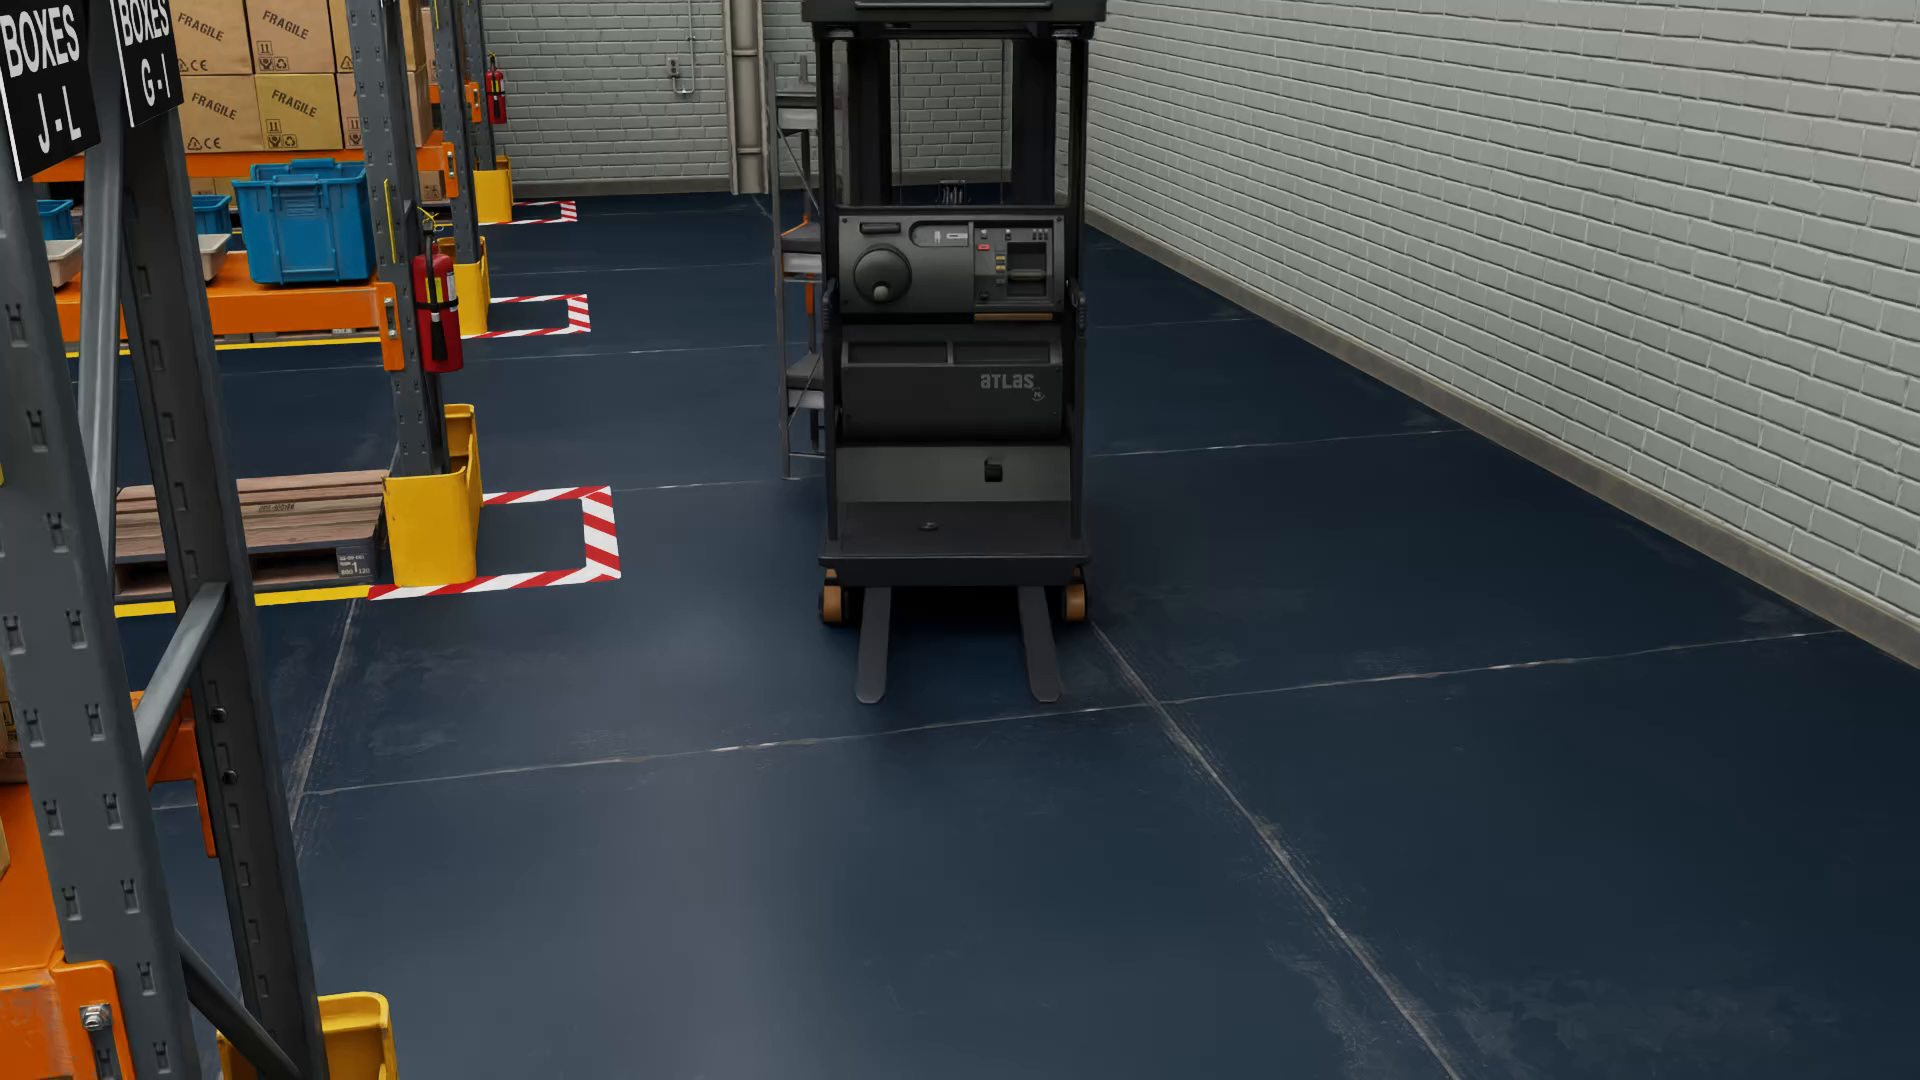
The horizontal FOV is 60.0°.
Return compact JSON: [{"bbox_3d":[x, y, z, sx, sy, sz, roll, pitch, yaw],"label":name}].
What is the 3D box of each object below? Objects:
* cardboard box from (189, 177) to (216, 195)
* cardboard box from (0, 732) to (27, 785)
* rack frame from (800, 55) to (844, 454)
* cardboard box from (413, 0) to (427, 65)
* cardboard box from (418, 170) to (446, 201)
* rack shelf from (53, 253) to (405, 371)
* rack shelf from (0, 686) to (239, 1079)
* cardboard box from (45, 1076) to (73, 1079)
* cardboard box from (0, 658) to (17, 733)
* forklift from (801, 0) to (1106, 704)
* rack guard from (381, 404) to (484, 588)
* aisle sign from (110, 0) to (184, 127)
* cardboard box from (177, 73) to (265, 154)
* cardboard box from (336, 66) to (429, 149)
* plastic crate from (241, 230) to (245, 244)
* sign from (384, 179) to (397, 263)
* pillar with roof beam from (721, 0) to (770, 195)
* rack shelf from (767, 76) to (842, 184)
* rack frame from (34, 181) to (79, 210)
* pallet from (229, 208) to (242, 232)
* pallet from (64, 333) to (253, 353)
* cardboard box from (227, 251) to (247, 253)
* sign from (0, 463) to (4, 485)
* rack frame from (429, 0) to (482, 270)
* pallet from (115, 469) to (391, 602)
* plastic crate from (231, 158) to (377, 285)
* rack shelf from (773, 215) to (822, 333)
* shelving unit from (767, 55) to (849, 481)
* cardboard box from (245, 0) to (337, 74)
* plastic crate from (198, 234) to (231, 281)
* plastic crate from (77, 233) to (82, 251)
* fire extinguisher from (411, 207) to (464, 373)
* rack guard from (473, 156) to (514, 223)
[{"bbox_3d":[-7.383,-3.485,15.990,0.500,0.500,0.700,-5,21,-13],"label":"cardboard box"},{"bbox_3d":[-1.733,0.295,3.013,0.250,0.149,0.380,-4,21,-12],"label":"cardboard box"},{"bbox_3d":[-0.613,-1.449,8.718,0.400,2.100,0.015,5,21,12],"label":"rack frame"},{"bbox_3d":[-4.080,-3.626,11.754,0.500,0.500,0.500,-4,20,-11],"label":"cardboard box"},{"bbox_3d":[-5.389,-3.649,16.439,0.500,0.500,0.700,-5,21,-12],"label":"cardboard box"},{"bbox_3d":[-4.398,-0.902,6.962,4.000,0.370,1.077,-5,21,-12],"label":"rack shelf"},{"bbox_3d":[-3.258,0.756,2.436,4.000,0.370,1.077,-5,21,-12],"label":"rack shelf"},{"bbox_3d":[-1.916,1.138,2.827,0.875,0.875,0.875,-5,21,-12],"label":"cardboard box"},{"bbox_3d":[-1.841,0.138,2.862,0.500,0.250,0.500,-5,21,-14],"label":"cardboard box"},{"bbox_3d":[-0.027,-1.136,6.654,1.130,2.935,3.031,0,20,-1],"label":"forklift"},{"bbox_3d":[-2.431,-0.231,7.718,0.348,0.500,1.175,-5,21,-12],"label":"rack guard"},{"bbox_3d":[-1.311,-1.067,2.587,0.004,0.787,0.394,-5,21,-12],"label":"aisle sign"},{"bbox_3d":[-4.952,-2.897,11.217,0.500,0.500,0.500,-4,21,-12],"label":"cardboard box"},{"bbox_3d":[-3.961,-2.977,11.435,0.500,0.500,0.500,-4,20,-11],"label":"cardboard box"},{"bbox_3d":[-3.099,-1.396,7.560,0.298,0.136,0.250,-5,21,-12],"label":"plastic crate"},{"bbox_3d":[-2.309,-1.292,6.743,0.005,0.325,0.100,-5,21,-12],"label":"sign"},{"bbox_3d":[-1.312,-6.594,12.732,0.400,9.000,9.100,-5,21,-12],"label":"pillar with roof beam"},{"bbox_3d":[-0.669,-2.012,8.259,0.431,0.518,0.480,5,21,12],"label":"rack shelf"},{"bbox_3d":[-8.624,-4.398,15.459,0.127,3.000,1.000,-5,21,-12],"label":"rack frame"},{"bbox_3d":[-6.676,-3.220,16.299,1.213,0.211,1.003,-5,21,-12],"label":"pallet"},{"bbox_3d":[-5.622,-1.582,11.828,1.213,0.211,1.003,-5,21,-12],"label":"pallet"},{"bbox_3d":[-5.155,-1.945,12.121,0.500,0.250,0.500,-5,21,-12],"label":"cardboard box"},{"bbox_3d":[-1.200,-0.212,2.006,0.005,0.325,0.100,-5,21,-12],"label":"sign"},{"bbox_3d":[-3.588,-3.057,11.798,0.127,3.000,1.000,-5,21,-12],"label":"rack frame"},{"bbox_3d":[-3.263,-0.037,7.608,1.213,0.211,1.003,-5,21,-12],"label":"pallet"},{"bbox_3d":[-2.734,-1.354,7.011,0.499,0.435,0.616,-5,21,-12],"label":"plastic crate"},{"bbox_3d":[-0.669,-1.355,8.499,0.431,0.518,0.480,5,21,12],"label":"rack shelf"},{"bbox_3d":[-0.669,-1.367,8.495,0.431,2.100,0.503,5,21,12],"label":"shelving unit"},{"bbox_3d":[-4.449,-3.405,11.151,0.500,0.500,0.500,-4,21,-11],"label":"cardboard box"},{"bbox_3d":[-3.203,-1.177,6.964,0.243,0.136,0.396,-5,21,-12],"label":"plastic crate"},{"bbox_3d":[-3.759,-1.342,7.413,0.298,0.136,0.250,-5,21,-12],"label":"plastic crate"},{"bbox_3d":[-2.200,-1.047,6.965,0.183,0.674,0.296,-5,21,-12],"label":"fire extinguisher"},{"bbox_3d":[-4.708,-3.543,16.759,0.348,0.500,1.175,-5,21,-12],"label":"rack guard"}]
